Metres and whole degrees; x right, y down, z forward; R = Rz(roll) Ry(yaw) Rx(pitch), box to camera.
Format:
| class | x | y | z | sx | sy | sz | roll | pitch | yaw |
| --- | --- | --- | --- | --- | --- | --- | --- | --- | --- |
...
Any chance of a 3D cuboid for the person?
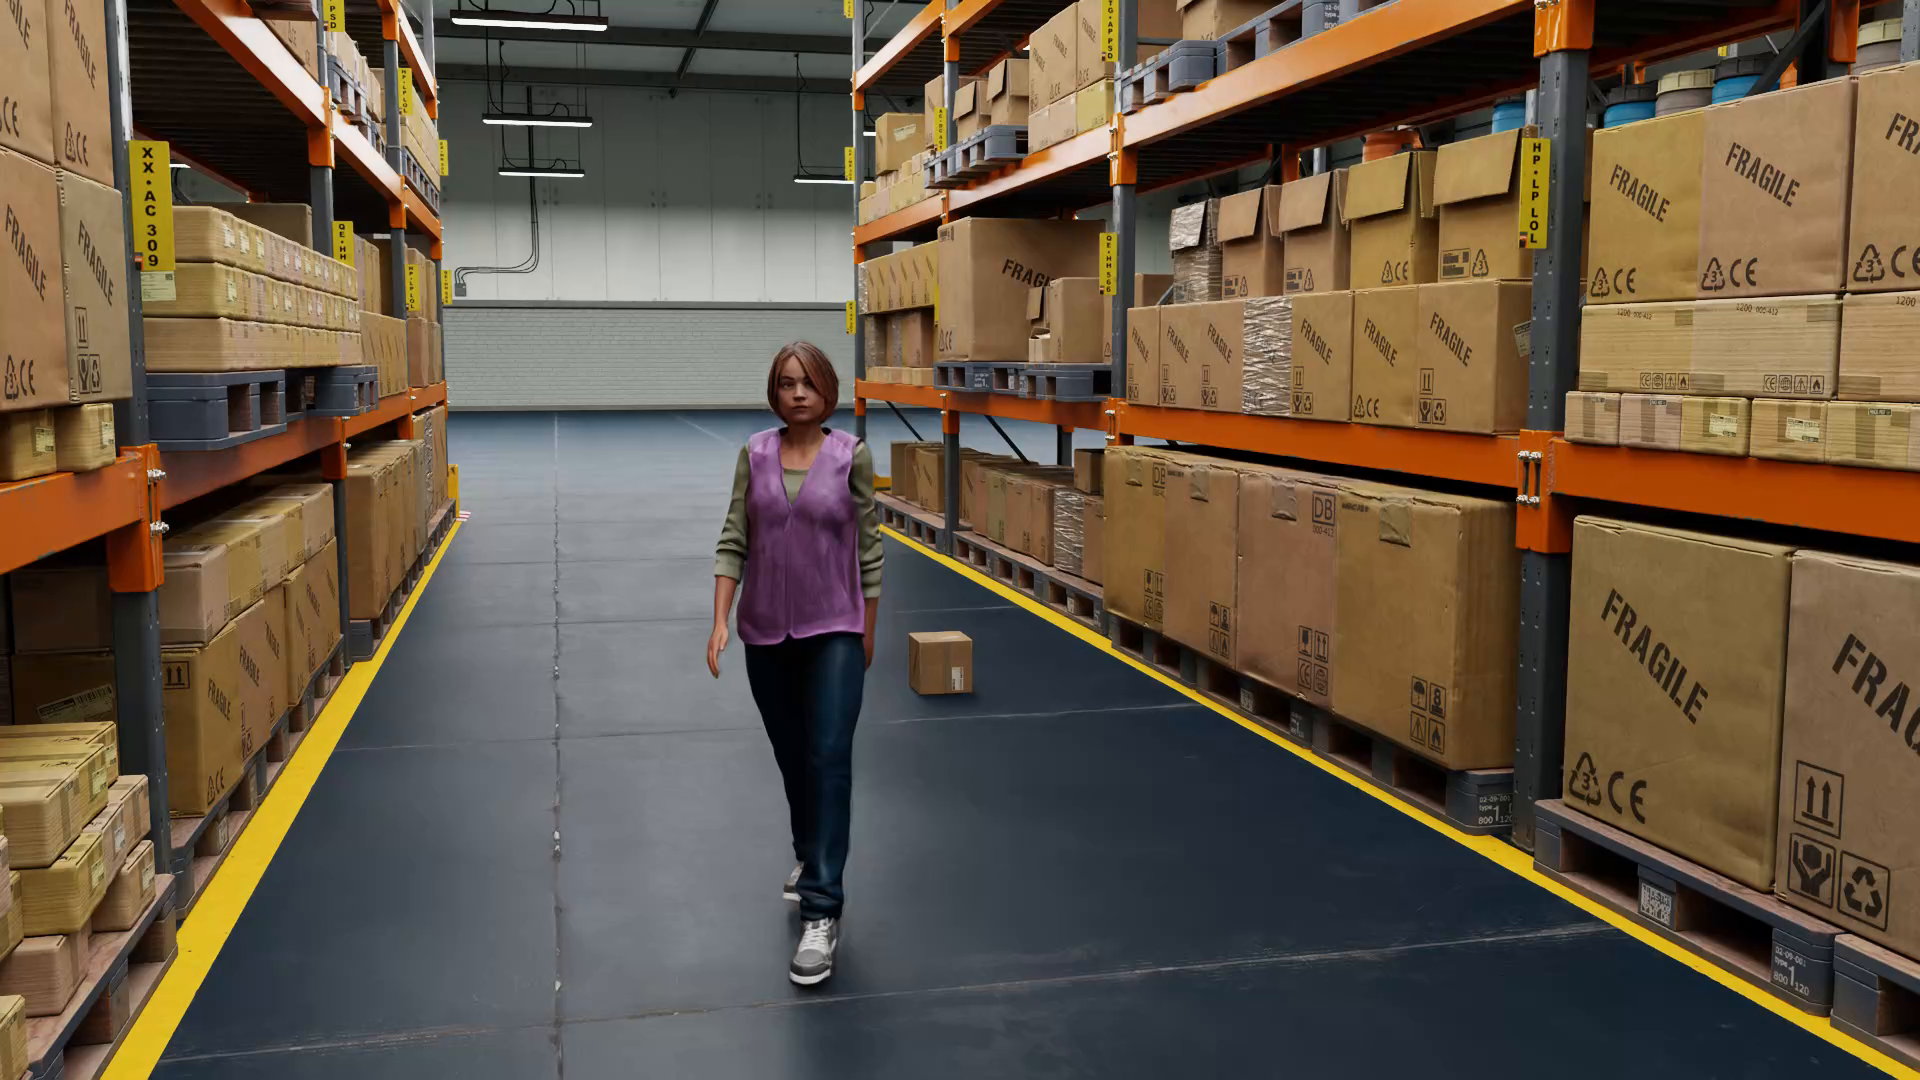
| class | x | y | z | sx | sy | sz | roll | pitch | yaw |
| --- | --- | --- | --- | --- | --- | --- | --- | --- | --- |
| person | -0.445 | 0.263 | 4.376 | 0.424 | 1.565 | 0.837 | 1 | 6 | 10 |
